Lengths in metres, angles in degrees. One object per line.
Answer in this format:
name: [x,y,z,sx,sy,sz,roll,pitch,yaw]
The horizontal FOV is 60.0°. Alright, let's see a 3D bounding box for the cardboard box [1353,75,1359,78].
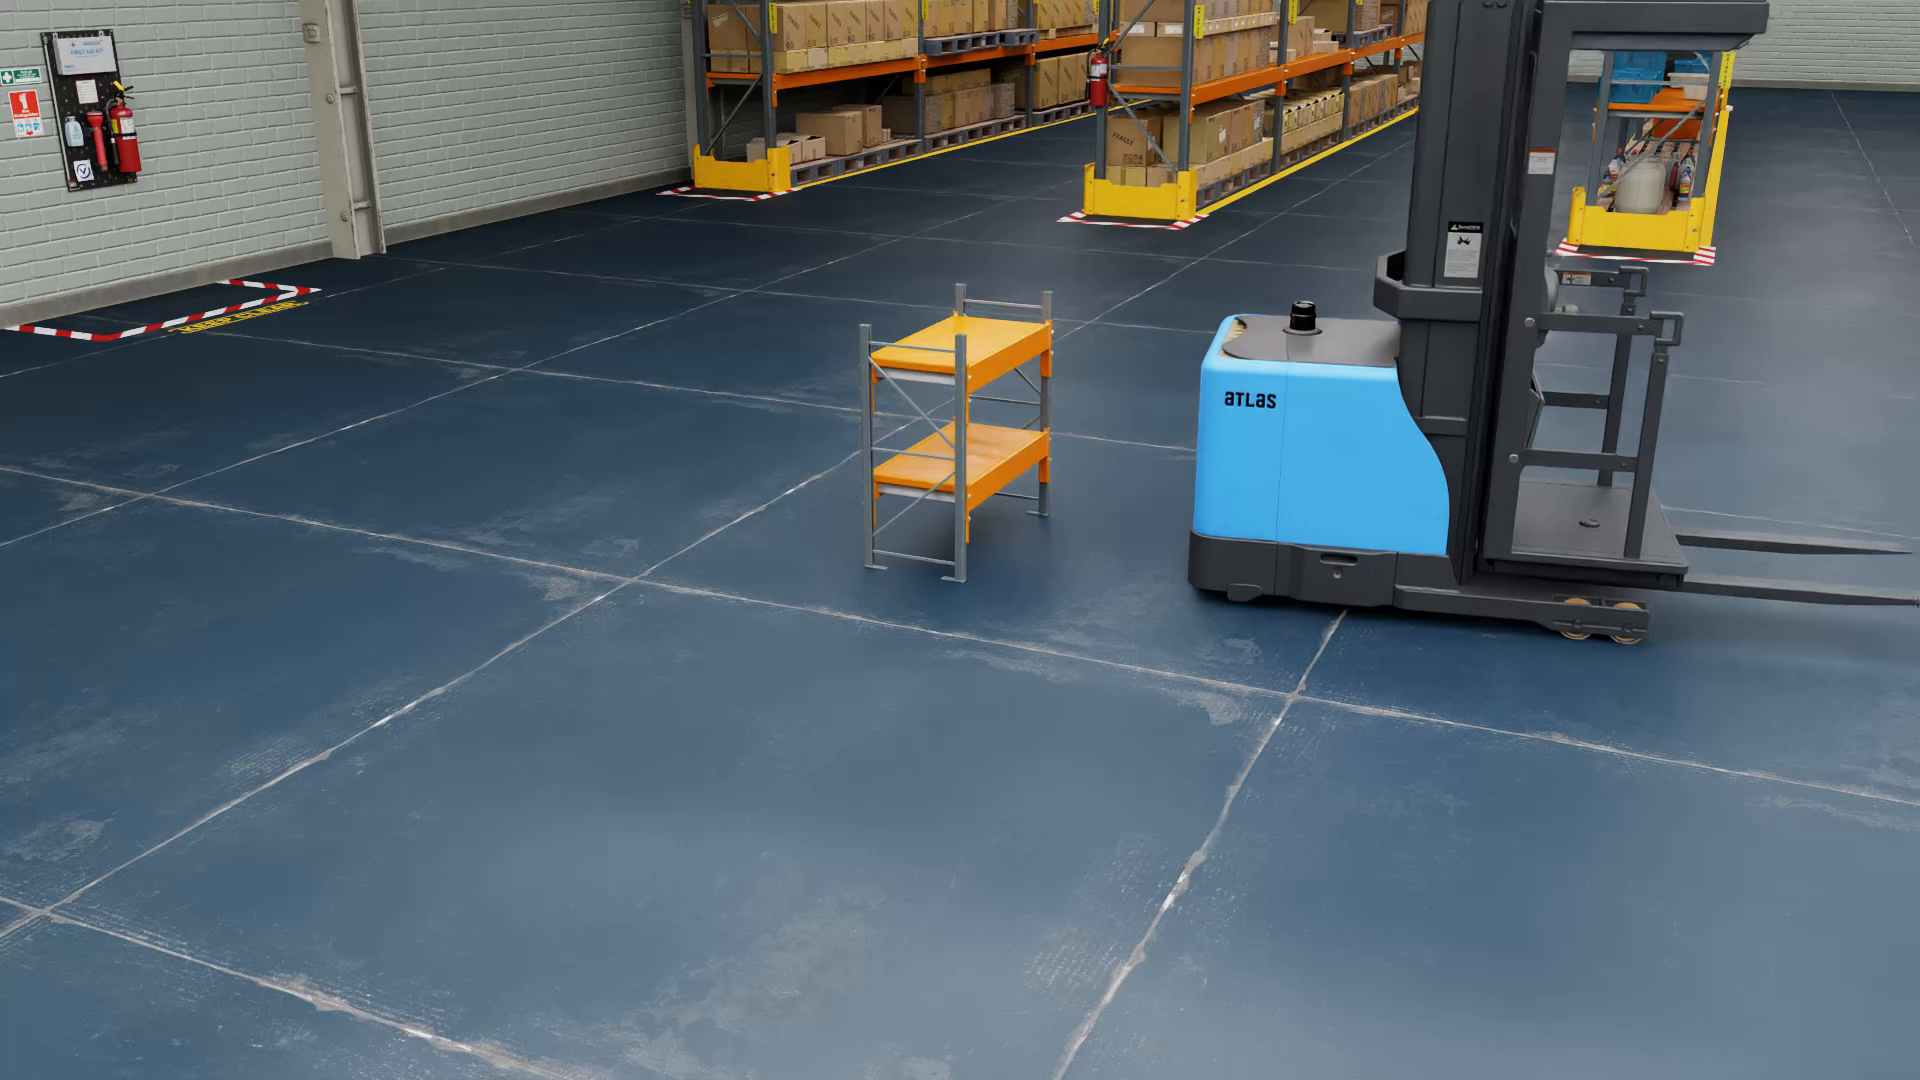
cardboard box: [6.199,-7.298,27.086,0.500,0.500,0.500,9,21,23]

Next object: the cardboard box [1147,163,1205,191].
cardboard box: [2.336,-3.915,17.976,0.500,0.250,0.500,9,21,23]

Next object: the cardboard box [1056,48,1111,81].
cardboard box: [2.159,-8.194,29.115,0.750,0.750,0.750,9,21,23]

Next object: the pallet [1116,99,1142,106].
pallet: [2.690,-8.134,30.524,1.003,0.211,1.213,9,21,23]

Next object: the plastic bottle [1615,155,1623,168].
plastic bottle: [7.109,-4.003,18.044,0.144,0.351,0.185,8,21,22]

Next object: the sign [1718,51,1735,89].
sign: [6.931,-4.252,15.034,0.100,0.325,0.005,9,21,23]

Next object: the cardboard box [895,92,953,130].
cardboard box: [-0.517,-6.202,24.005,0.700,0.500,0.500,8,21,22]

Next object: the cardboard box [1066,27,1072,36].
cardboard box: [1.633,-8.433,27.551,0.380,0.149,0.250,9,21,23]

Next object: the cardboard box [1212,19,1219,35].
cardboard box: [2.585,-5.556,17.997,0.380,0.149,0.250,8,21,22]

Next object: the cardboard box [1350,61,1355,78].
cardboard box: [5.998,-7.510,26.564,0.500,0.250,0.500,9,21,23]

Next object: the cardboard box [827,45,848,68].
cardboard box: [-1.704,-5.917,20.325,0.500,0.250,0.500,8,21,22]

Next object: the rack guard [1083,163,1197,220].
rack guard: [1.904,-3.694,17.609,1.175,0.500,0.348,9,21,23]

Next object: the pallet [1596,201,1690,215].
pallet: [6.757,-3.161,16.543,1.003,0.211,1.213,9,21,23]

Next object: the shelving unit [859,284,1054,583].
shelving unit: [0.003,-0.532,7.786,0.538,1.125,1.048,9,21,23]

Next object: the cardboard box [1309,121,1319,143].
cardboard box: [4.572,-5.563,22.613,0.500,0.250,0.500,9,21,24]

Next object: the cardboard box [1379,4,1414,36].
cardboard box: [7.285,-8.713,27.842,0.500,0.500,0.500,9,22,24]

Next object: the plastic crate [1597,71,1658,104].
plastic crate: [6.363,-4.322,15.867,0.499,0.251,0.616,9,21,23]

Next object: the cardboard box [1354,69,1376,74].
cardboard box: [6.802,-7.790,28.470,0.500,0.500,0.500,9,21,23]

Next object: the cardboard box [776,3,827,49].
cardboard box: [-1.926,-6.104,19.730,0.500,0.500,0.500,9,21,23]

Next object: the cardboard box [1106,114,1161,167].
cardboard box: [1.862,-4.339,18.051,0.500,0.500,0.500,9,21,23]

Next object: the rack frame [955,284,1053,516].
rack frame: [0.211,-0.687,8.223,0.500,1.125,0.032,9,21,23]

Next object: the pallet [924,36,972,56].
pallet: [-0.523,-6.903,23.190,1.003,0.211,1.213,9,21,23]

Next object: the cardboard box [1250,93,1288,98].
cardboard box: [4.289,-6.054,23.155,0.500,0.311,0.500,8,21,21]

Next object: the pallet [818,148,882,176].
pallet: [-1.710,-4.882,21.381,1.003,0.211,1.213,9,21,23]

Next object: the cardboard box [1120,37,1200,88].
cardboard box: [2.117,-5.067,17.590,0.700,0.500,0.500,9,21,23]

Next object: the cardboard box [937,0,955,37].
cardboard box: [-0.494,-7.355,23.369,0.700,0.500,0.500,11,22,28]

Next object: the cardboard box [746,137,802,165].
cardboard box: [-2.242,-4.697,20.056,0.500,0.311,0.500,6,20,17]

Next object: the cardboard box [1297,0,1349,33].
cardboard box: [5.345,-7.777,24.585,0.700,0.500,0.500,2,20,4]

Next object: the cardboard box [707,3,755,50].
cardboard box: [-2.608,-6.023,19.502,0.500,0.500,0.500,8,21,22]

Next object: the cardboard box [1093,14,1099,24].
cardboard box: [2.148,-9.089,28.427,0.500,0.500,0.500,9,21,23]

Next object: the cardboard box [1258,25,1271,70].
cardboard box: [3.376,-6.012,20.248,0.700,0.500,0.500,8,21,21]

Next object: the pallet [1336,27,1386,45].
pallet: [5.982,-7.829,25.793,1.003,0.211,1.213,9,21,23]

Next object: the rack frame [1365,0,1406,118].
rack frame: [6.828,-8.547,27.526,1.000,3.000,0.127,9,21,23]

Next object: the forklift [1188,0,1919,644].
forklift: [2.567,-1.153,6.837,3.031,2.935,1.130,5,20,13]

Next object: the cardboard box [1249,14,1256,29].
cardboard box: [3.218,-6.031,19.333,0.380,0.149,0.250,8,21,22]

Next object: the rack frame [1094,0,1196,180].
rack frame: [1.914,-4.879,17.211,1.000,3.000,0.127,9,21,23]

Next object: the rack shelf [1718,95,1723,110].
rack shelf: [8.888,-5.693,20.574,1.077,0.370,4.000,9,21,23]

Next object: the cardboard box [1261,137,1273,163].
cardboard box: [3.561,-4.832,20.557,0.500,0.250,0.500,9,21,23]

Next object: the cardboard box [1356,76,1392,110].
cardboard box: [6.677,-7.237,26.914,0.500,0.500,0.500,9,21,23]

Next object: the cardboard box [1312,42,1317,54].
cardboard box: [4.719,-6.808,23.012,0.380,0.149,0.250,10,22,27]

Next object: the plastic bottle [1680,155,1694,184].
plastic bottle: [7.858,-3.986,17.998,0.144,0.351,0.185,8,21,22]

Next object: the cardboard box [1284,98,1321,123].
cardboard box: [4.577,-5.830,22.527,0.500,0.311,0.500,9,22,24]

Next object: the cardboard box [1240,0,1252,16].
cardboard box: [2.964,-6.316,19.166,0.700,0.500,0.500,9,21,23]

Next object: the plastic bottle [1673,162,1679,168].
plastic bottle: [7.754,-3.961,18.026,0.061,0.283,0.133,9,21,23]

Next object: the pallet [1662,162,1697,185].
pallet: [8.356,-4.352,19.892,1.003,0.211,1.213,9,21,23]

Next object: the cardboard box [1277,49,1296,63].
cardboard box: [4.101,-6.226,21.374,0.380,0.149,0.250,9,21,23]

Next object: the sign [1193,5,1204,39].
sign: [2.418,-5.246,16.833,0.100,0.325,0.005,9,21,23]

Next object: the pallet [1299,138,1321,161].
pallet: [4.316,-5.393,22.817,1.003,0.211,1.213,9,21,23]

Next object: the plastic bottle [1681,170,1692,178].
plastic bottle: [7.598,-3.736,17.413,0.097,0.271,0.097,0,20,0]
